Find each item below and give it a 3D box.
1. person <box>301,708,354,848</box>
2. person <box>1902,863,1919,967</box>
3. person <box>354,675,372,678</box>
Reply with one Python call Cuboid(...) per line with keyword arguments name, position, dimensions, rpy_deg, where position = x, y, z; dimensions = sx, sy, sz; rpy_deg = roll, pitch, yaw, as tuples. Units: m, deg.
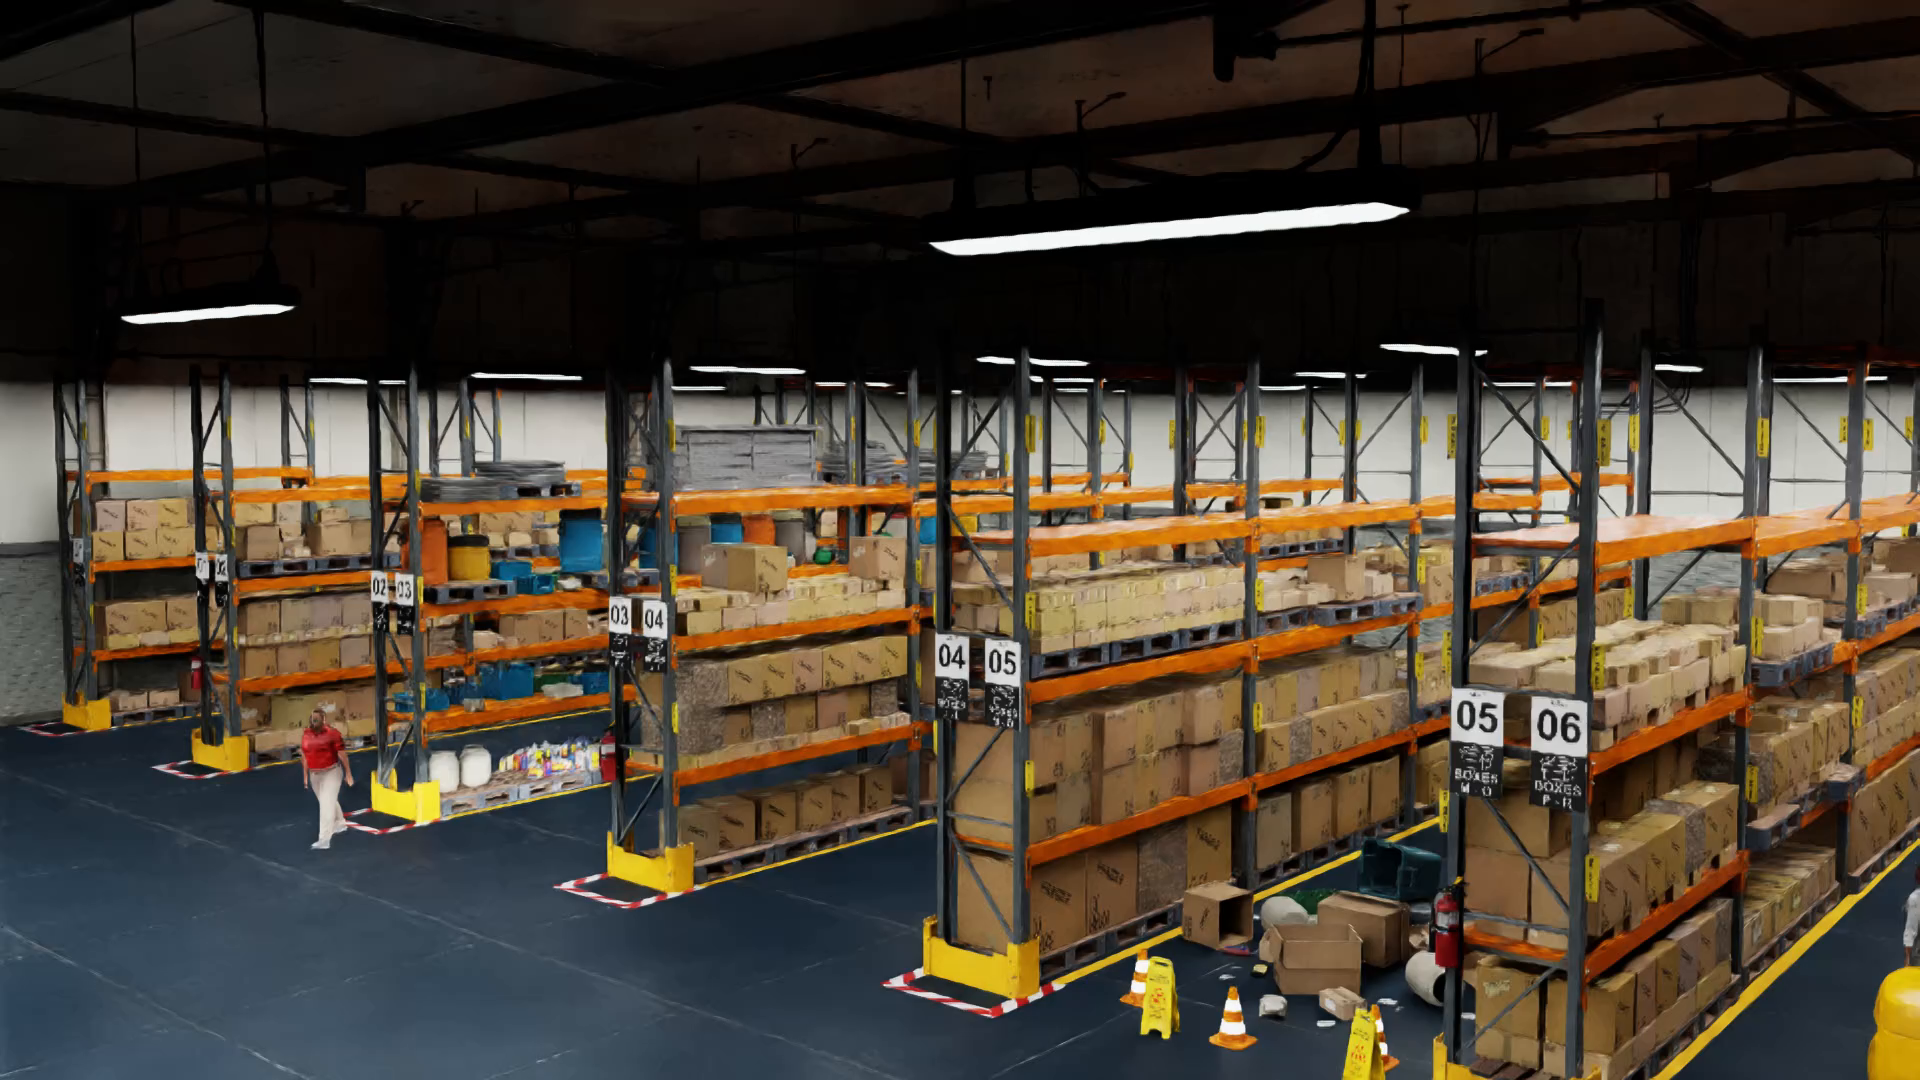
Cuboid(name="person", position=(-7.766, 2.866, 20.297), dimensions=(0.586, 1.679, 0.974), rpy_deg=(1, 4, 17))
Cuboid(name="person", position=(7.827, 3.378, 13.528), dimensions=(0.467, 1.599, 0.454), rpy_deg=(-1, 4, -20))
Cuboid(name="person", position=(-10.163, 2.260, 28.525), dimensions=(0.573, 1.667, 0.543), rpy_deg=(-1, 4, -17))
